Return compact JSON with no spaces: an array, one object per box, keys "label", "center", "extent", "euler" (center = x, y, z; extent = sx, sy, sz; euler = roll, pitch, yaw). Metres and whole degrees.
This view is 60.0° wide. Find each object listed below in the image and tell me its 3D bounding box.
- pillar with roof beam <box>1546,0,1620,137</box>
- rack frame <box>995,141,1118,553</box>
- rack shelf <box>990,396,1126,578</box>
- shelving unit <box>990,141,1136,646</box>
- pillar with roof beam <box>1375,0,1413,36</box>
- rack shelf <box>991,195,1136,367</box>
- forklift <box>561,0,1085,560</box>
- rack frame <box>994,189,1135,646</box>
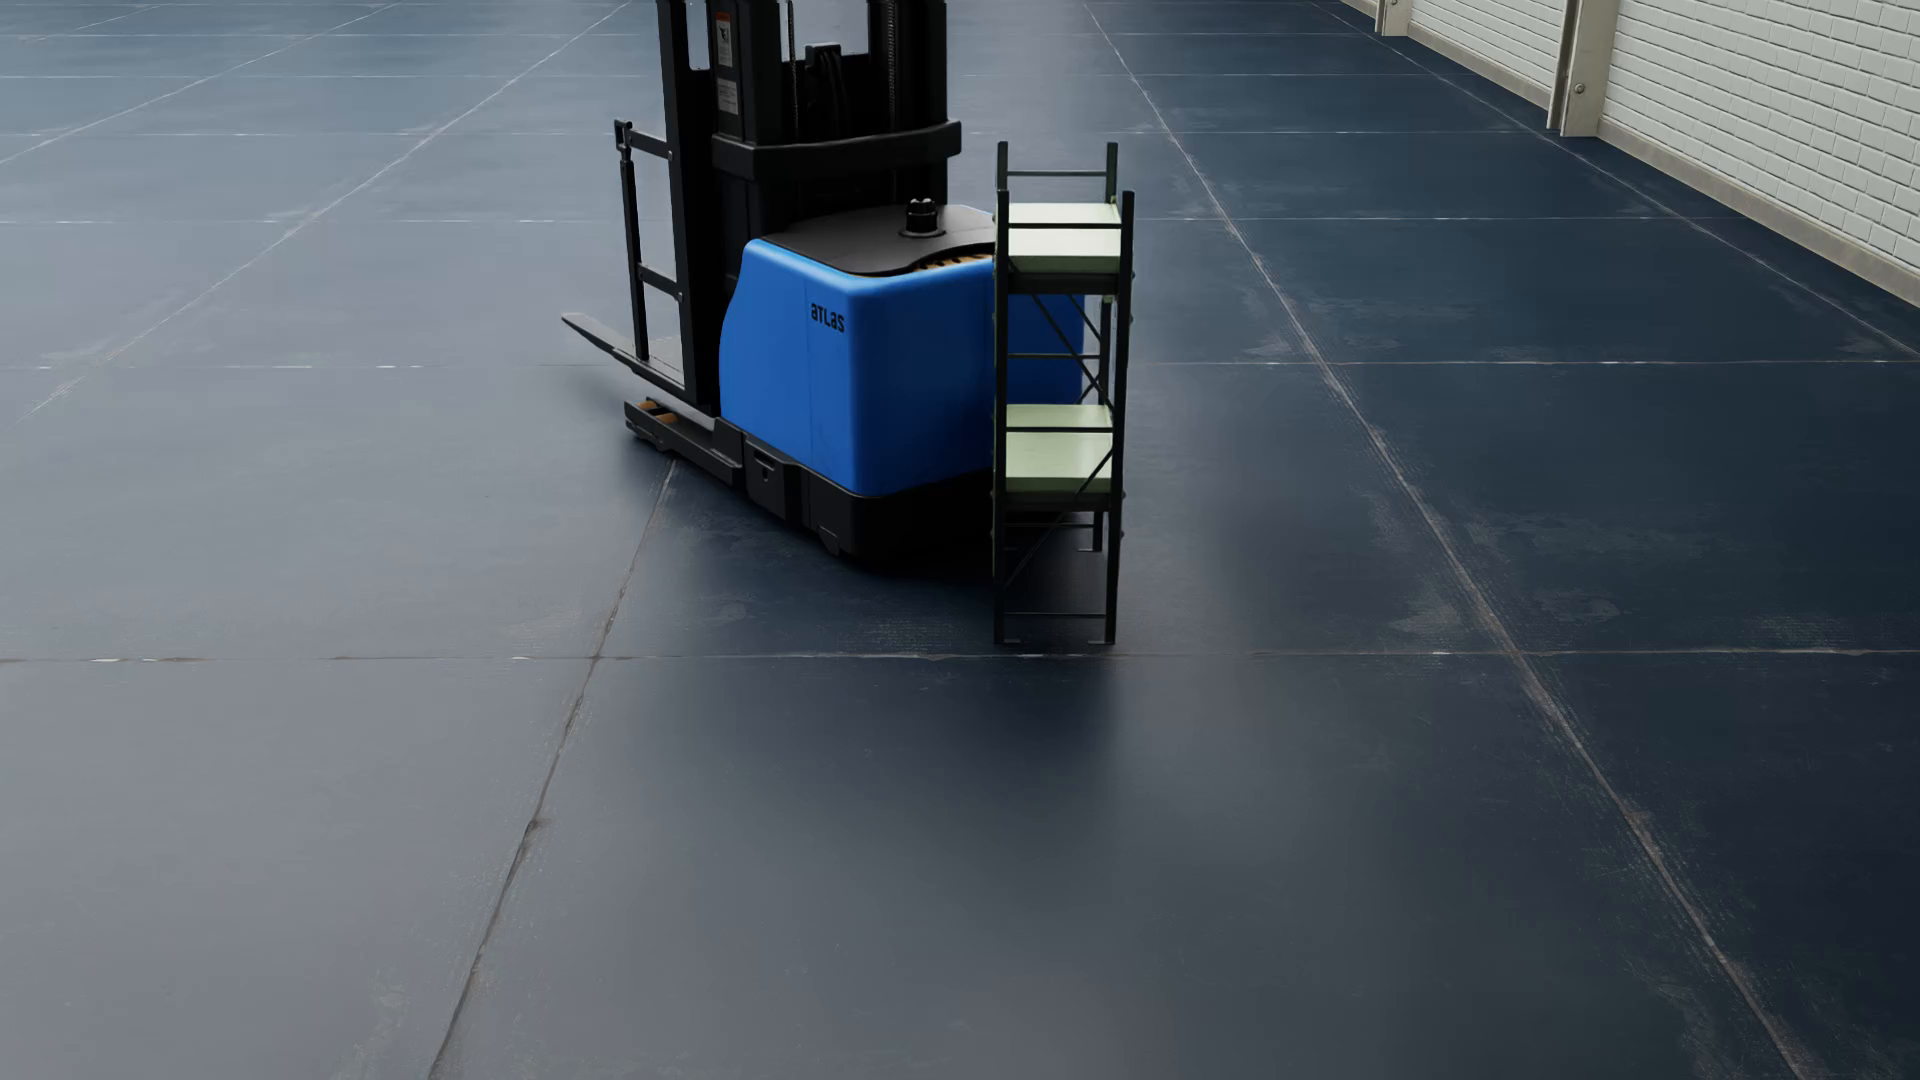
[{"label":"pillar with roof beam","center":[0.733,-7.436,11.771],"extent":[9.100,9.000,0.400],"euler":[0,24,-1]},{"label":"rack frame","center":[0.325,-0.643,5.851],"extent":[0.400,1.500,0.023],"euler":[0,24,1]},{"label":"rack shelf","center":[0.318,-0.195,5.652],"extent":[0.431,0.370,0.720],"euler":[0,24,1]},{"label":"shelving unit","center":[0.318,-0.492,5.517],"extent":[0.431,1.500,0.755],"euler":[0,24,1]},{"label":"pillar with roof beam","center":[0.667,-9.908,17.238],"extent":[9.100,9.000,0.400],"euler":[0,24,-1]},{"label":"rack shelf","center":[0.318,-0.847,5.356],"extent":[0.431,0.370,0.720],"euler":[0,24,1]},{"label":"forklift","center":[-0.796,-1.813,6.702],"extent":[1.130,2.935,3.031],"euler":[-17,29,-32]},{"label":"rack frame","center":[0.311,-0.341,5.184],"extent":[0.400,1.500,0.023],"euler":[0,24,1]}]
